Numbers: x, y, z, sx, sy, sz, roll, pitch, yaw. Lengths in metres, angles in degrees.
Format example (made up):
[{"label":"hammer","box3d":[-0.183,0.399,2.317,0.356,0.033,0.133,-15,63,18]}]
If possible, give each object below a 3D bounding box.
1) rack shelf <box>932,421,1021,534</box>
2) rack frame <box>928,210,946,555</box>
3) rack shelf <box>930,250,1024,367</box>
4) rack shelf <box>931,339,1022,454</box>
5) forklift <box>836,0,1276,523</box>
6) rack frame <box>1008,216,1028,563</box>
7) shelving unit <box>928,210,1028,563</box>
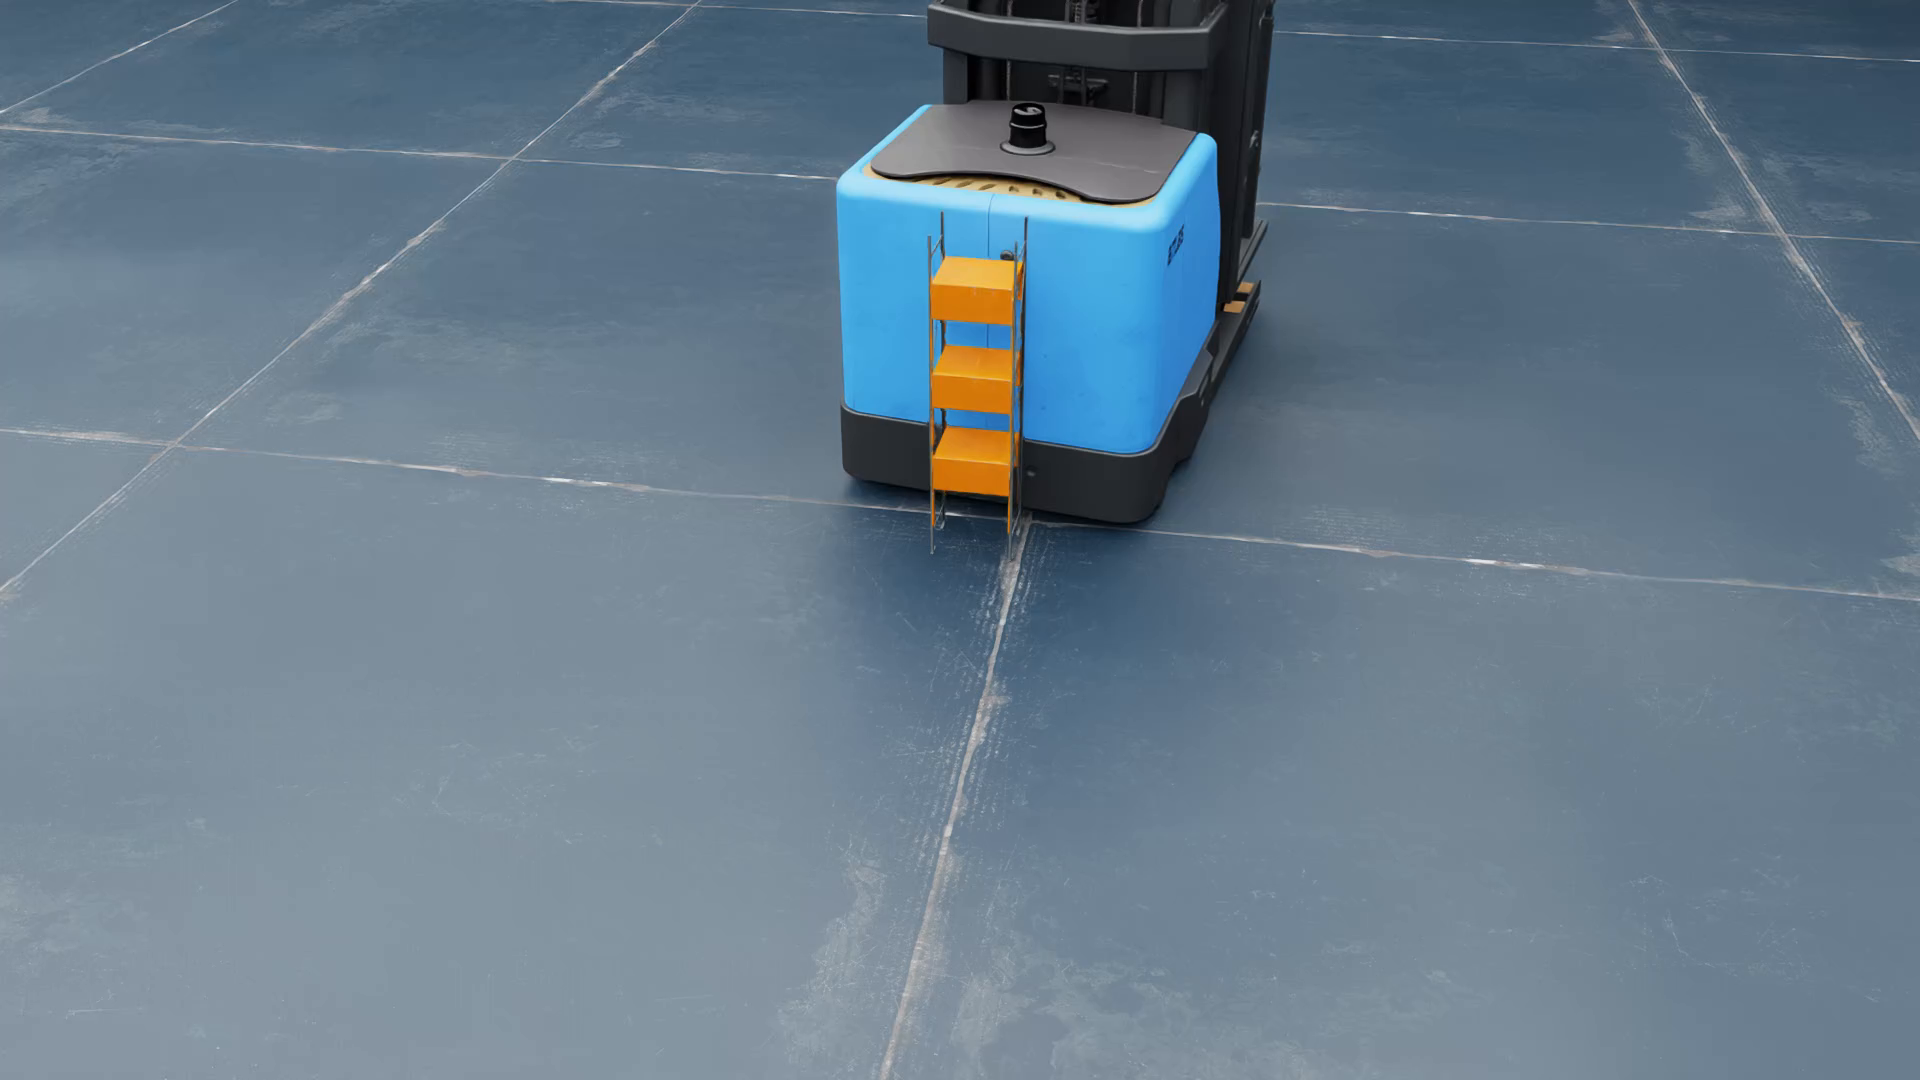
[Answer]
[{"label":"rack shelf","box3d":[0.052,-0.195,5.115,0.240,0.259,0.215,6,32,9]},{"label":"rack frame","box3d":[-0.068,-0.452,4.981,0.008,1.050,0.200,6,32,9]},{"label":"rack shelf","box3d":[0.052,-0.671,4.817,0.240,0.259,0.215,6,32,9]},{"label":"rack shelf","box3d":[0.052,-0.430,4.968,0.240,0.259,0.215,6,32,9]},{"label":"forklift","box3d":[0.563,-2.069,5.792,1.130,2.935,3.031,10,33,16]},{"label":"rack frame","box3d":[0.172,-0.427,4.943,0.008,1.050,0.200,6,32,9]},{"label":"shelving unit","box3d":[0.052,-0.439,4.962,0.252,1.050,0.215,6,32,9]}]
